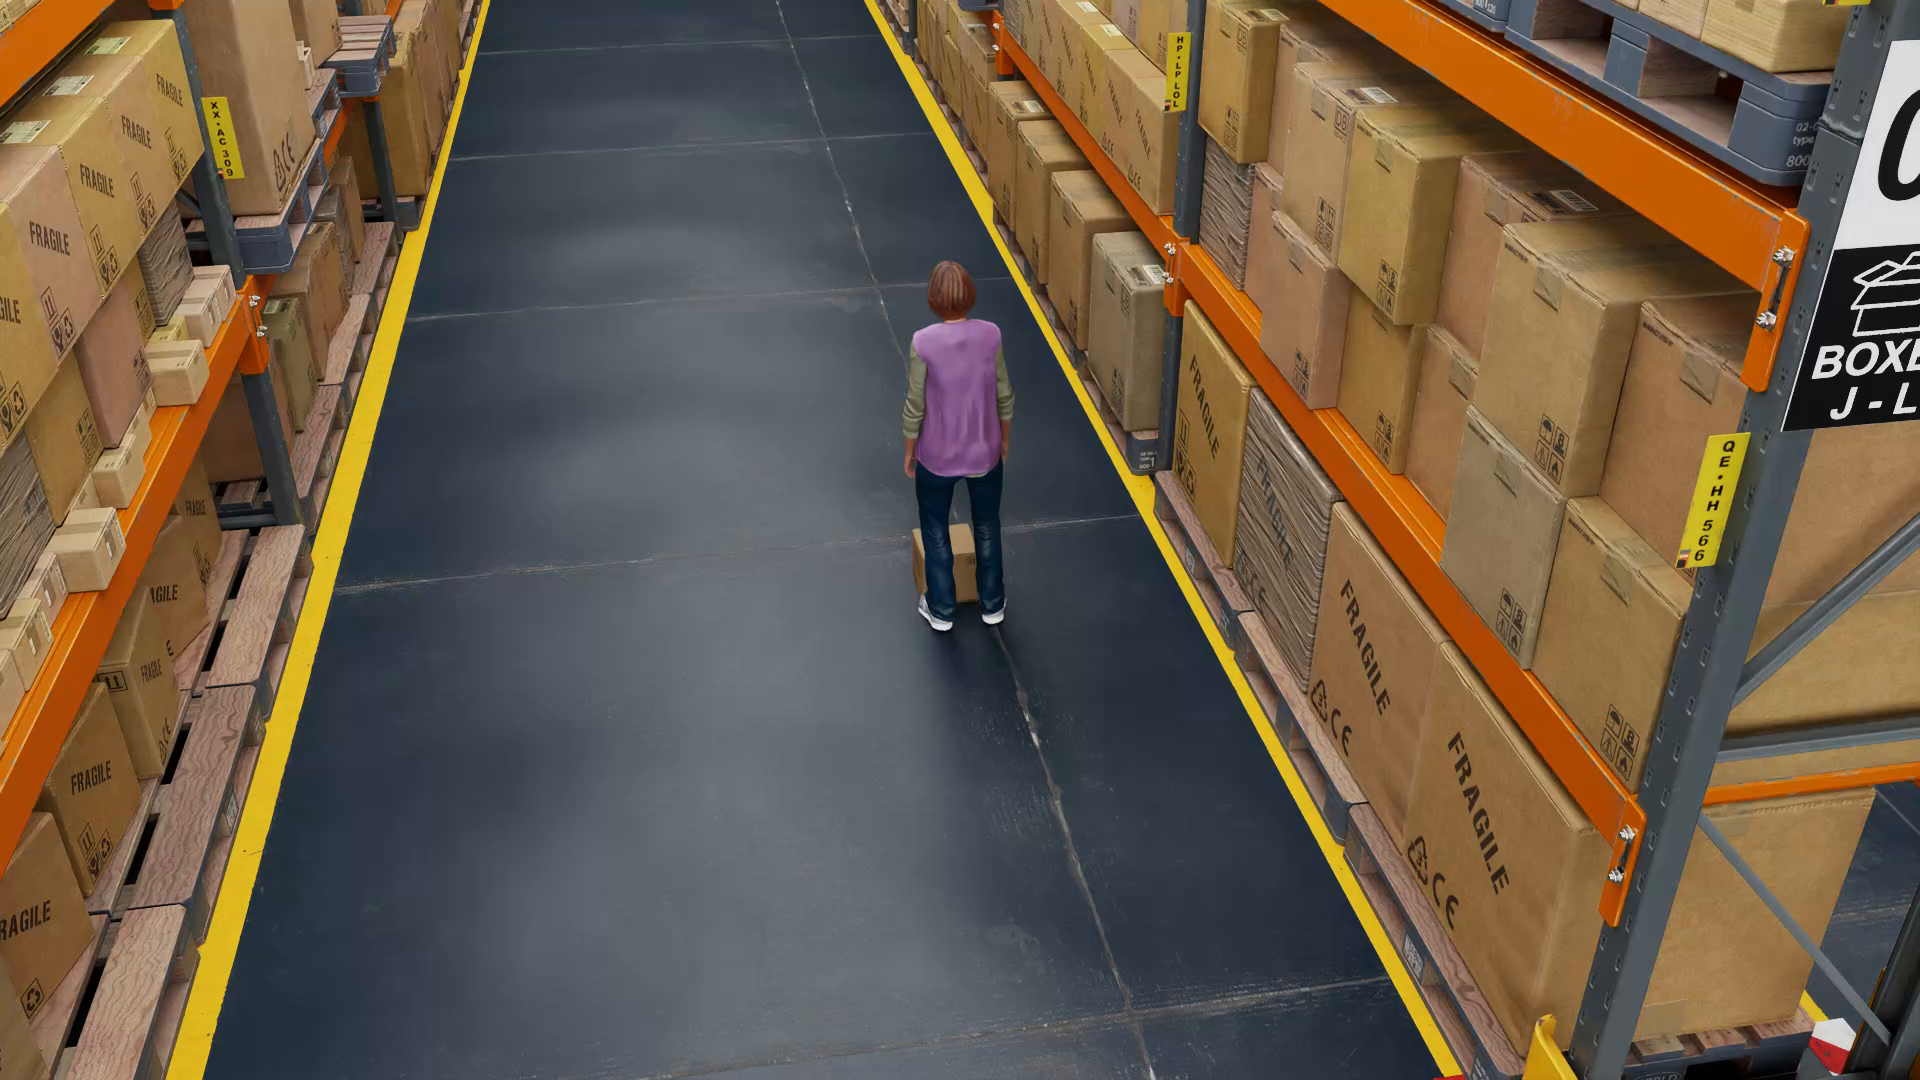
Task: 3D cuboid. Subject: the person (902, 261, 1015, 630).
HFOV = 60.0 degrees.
[{"bbox_3d":[-0.007,-0.345,6.717,0.464,1.591,0.343,-7,32,-11],"label":"person"}]
